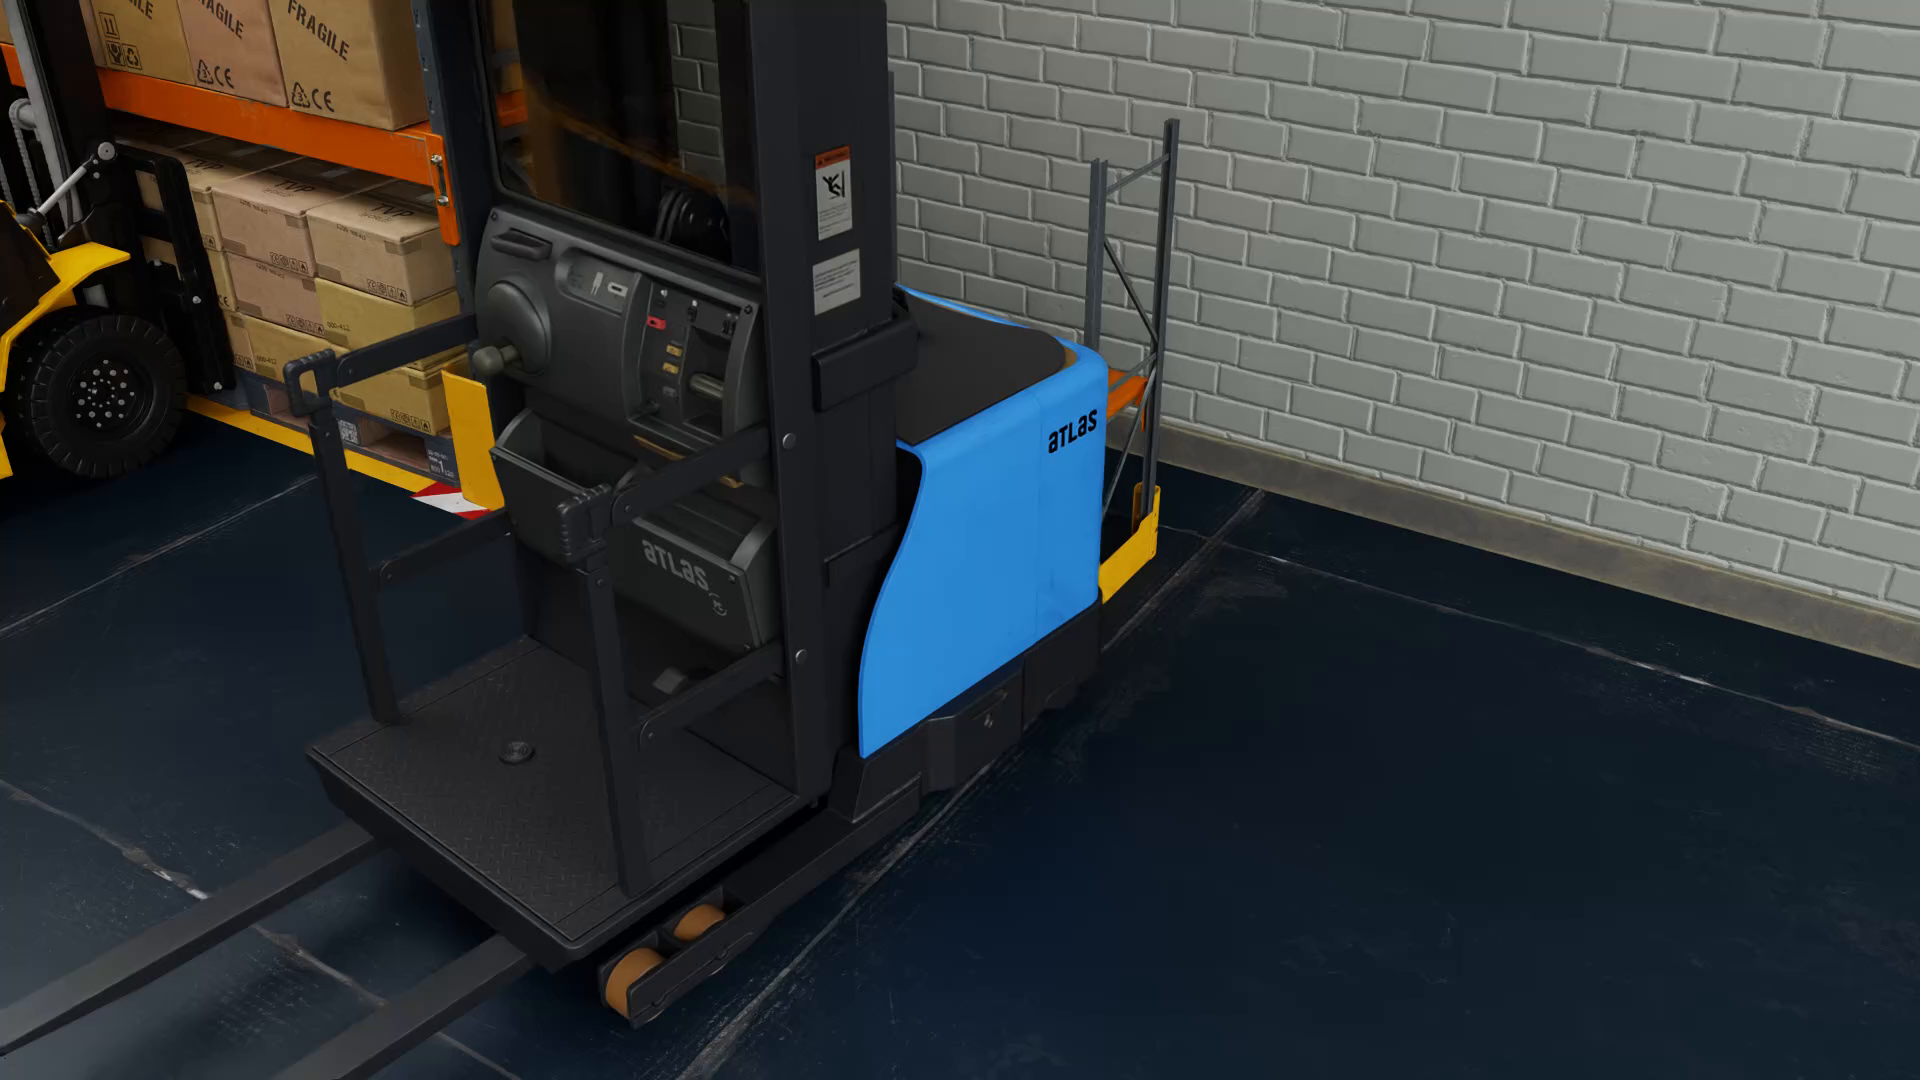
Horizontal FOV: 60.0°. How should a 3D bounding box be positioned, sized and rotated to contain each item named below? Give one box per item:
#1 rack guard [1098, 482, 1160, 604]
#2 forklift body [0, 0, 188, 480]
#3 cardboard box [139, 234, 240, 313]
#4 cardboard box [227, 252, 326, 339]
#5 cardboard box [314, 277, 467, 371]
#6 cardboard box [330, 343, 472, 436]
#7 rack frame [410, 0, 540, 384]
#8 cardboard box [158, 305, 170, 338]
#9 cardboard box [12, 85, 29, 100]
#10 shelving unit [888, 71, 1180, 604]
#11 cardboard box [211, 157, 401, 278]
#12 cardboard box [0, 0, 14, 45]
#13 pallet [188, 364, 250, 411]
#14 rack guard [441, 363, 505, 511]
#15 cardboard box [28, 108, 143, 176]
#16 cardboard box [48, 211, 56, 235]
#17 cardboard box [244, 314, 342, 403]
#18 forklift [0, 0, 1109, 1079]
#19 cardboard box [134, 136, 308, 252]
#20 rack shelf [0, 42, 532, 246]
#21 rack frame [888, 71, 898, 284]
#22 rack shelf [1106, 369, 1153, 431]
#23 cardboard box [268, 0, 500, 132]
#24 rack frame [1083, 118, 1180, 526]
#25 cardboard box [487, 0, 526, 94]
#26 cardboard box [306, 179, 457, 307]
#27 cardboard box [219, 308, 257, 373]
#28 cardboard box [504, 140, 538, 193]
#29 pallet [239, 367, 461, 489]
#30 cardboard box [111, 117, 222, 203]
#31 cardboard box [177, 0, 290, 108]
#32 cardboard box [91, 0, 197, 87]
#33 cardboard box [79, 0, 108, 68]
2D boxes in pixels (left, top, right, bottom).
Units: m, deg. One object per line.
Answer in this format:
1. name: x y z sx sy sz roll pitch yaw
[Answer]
1. rack guard: 0.486 0.046 5.423 0.087 0.250 0.587 18 35 27
2. forklift body: -3.969 -1.026 5.375 1.214 2.155 2.313 18 35 27
3. cardboard box: -2.839 -1.139 6.541 0.500 0.250 0.500 17 34 26
4. cardboard box: -2.391 -1.009 6.319 0.500 0.250 0.500 17 34 27
5. cardboard box: -1.972 -0.870 6.081 0.500 0.250 0.500 17 34 27
6. cardboard box: -1.959 -0.648 6.197 0.500 0.250 0.500 18 35 28
7. rack frame: -1.393 -1.664 5.625 0.127 3.000 1.000 18 35 27
8. cardboard box: -3.246 -1.053 6.890 0.500 0.250 0.500 19 35 29
9. cardboard box: -4.111 -1.756 7.103 0.500 0.250 0.500 18 35 27
10. shelving unit: 0.065 -0.627 5.337 1.083 1.500 0.587 18 35 27
11. cardboard box: -2.385 -1.214 6.173 0.500 0.250 0.500 18 35 28
12. cardboard box: -3.665 -2.280 6.583 0.500 0.500 0.500 17 34 27
13. pallet: -3.093 -0.973 7.209 1.213 0.211 1.003 18 35 27
14. rack guard: -1.373 -0.577 6.244 0.348 0.500 1.175 18 35 27
15. cardboard box: -3.683 -1.628 6.883 0.500 0.250 0.500 19 35 29
16. cardboard box: -3.688 -1.410 7.006 0.500 0.250 0.500 17 34 27
17. cardboard box: -2.376 -0.786 6.432 0.500 0.250 0.500 18 35 27
18. forklift: -0.925 -0.441 3.598 1.130 2.935 3.031 24 38 34
19. cardboard box: -2.818 -1.345 6.398 0.500 0.250 0.500 18 35 28
20. rack shelf: -3.087 -1.889 6.725 4.000 0.370 1.077 18 35 27
21. rack frame: -0.358 -0.761 5.566 0.032 1.500 0.500 18 35 27
22. rack shelf: 0.072 -0.470 5.424 1.000 0.185 0.538 18 35 27
23. cardboard box: -1.950 -1.727 5.634 0.500 0.500 0.500 17 34 26
24. rack frame: 0.503 -0.489 5.099 0.032 1.500 0.500 18 35 27
25. cardboard box: -1.665 -1.958 6.030 0.500 0.500 0.500 19 35 29
26. cardboard box: -1.949 -1.079 5.943 0.500 0.250 0.500 19 35 29
27. cardboard box: -2.794 -0.923 6.668 0.500 0.250 0.500 18 35 28
28. cardboard box: -1.700 -1.299 6.319 0.500 0.250 0.500 17 34 27
29. pallet: -2.063 -0.646 6.648 1.213 0.211 1.003 18 35 27
30. cardboard box: -3.243 -1.484 6.636 0.500 0.250 0.500 17 34 26
31. cardboard box: -2.384 -1.870 5.879 0.500 0.500 0.500 19 35 29
32. cardboard box: -2.819 -2.007 6.114 0.500 0.500 0.500 17 34 26
33. cardboard box: -3.250 -2.137 6.336 0.500 0.500 0.500 18 35 28
